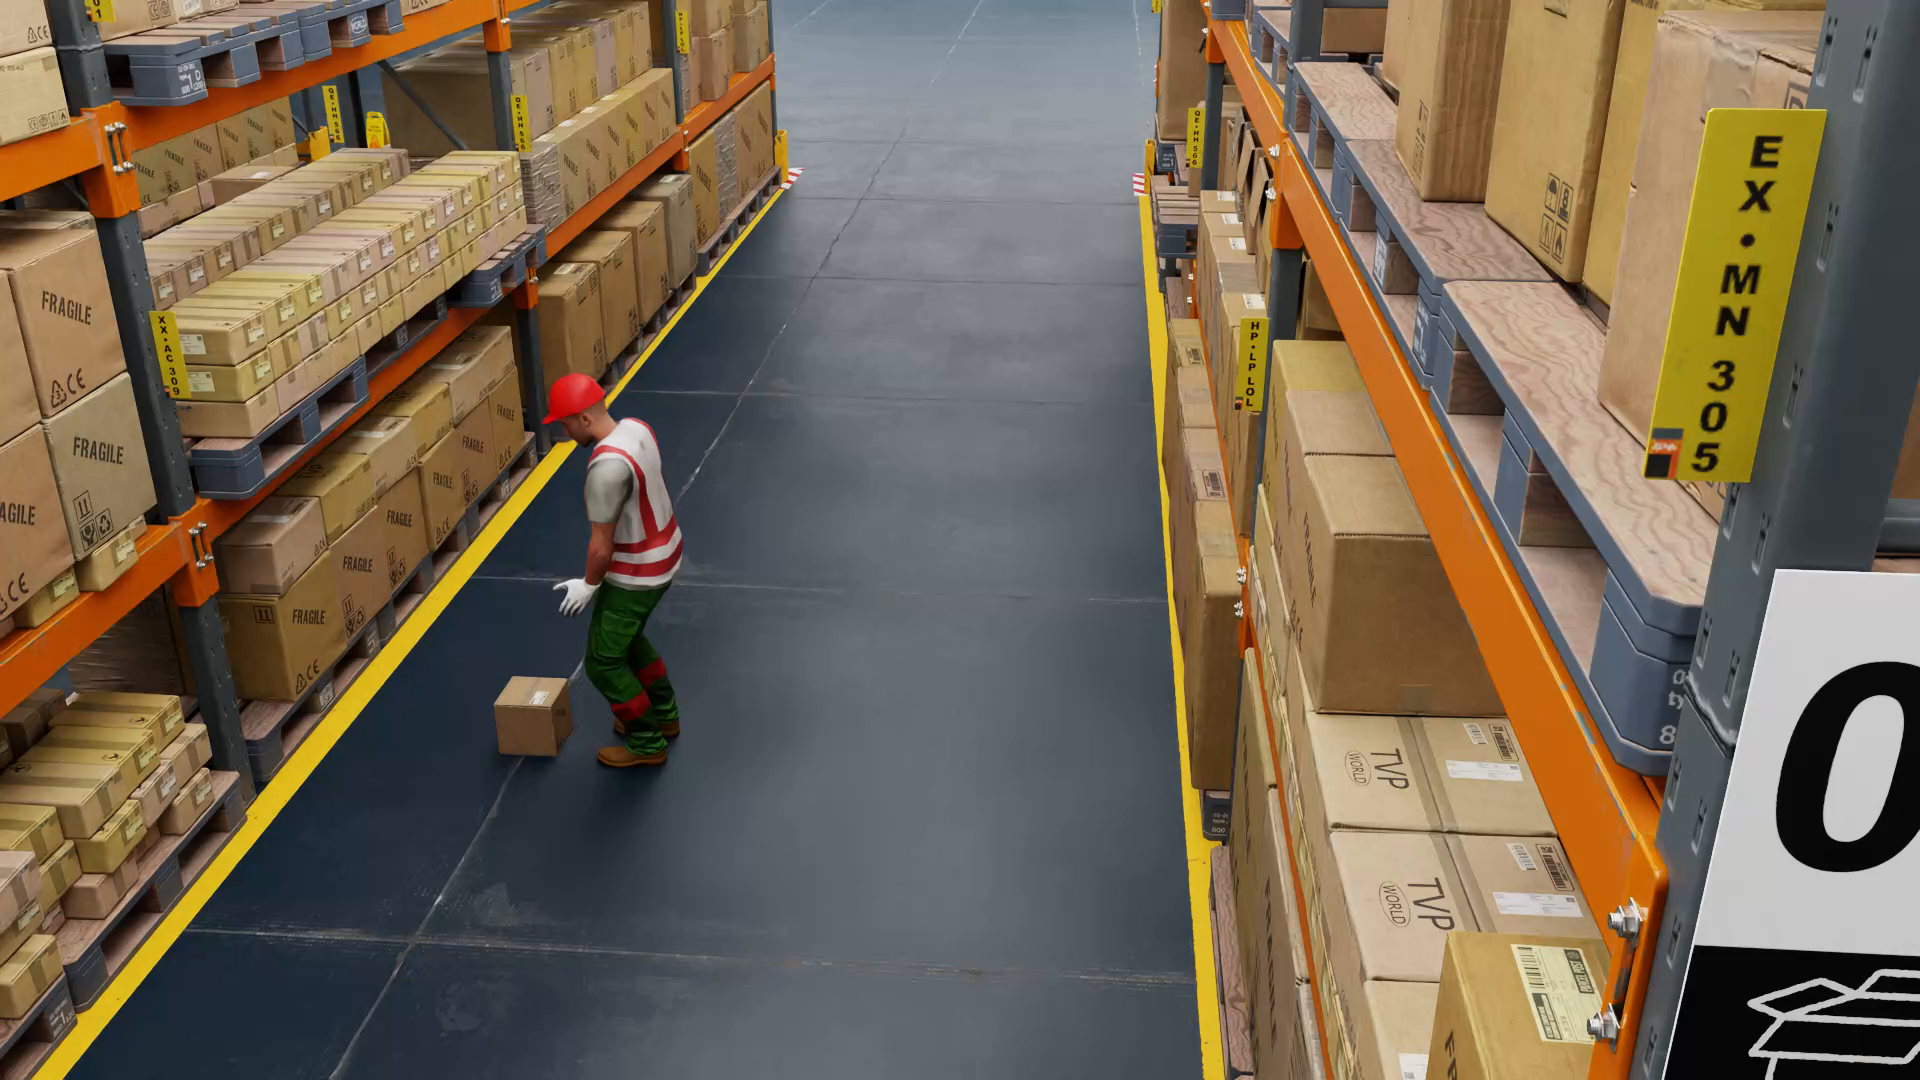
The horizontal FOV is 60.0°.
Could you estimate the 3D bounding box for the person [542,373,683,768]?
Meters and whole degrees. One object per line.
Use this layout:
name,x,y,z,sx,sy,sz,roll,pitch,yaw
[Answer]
person,-1.409,0.133,6.875,0.496,1.712,0.551,2,24,5
